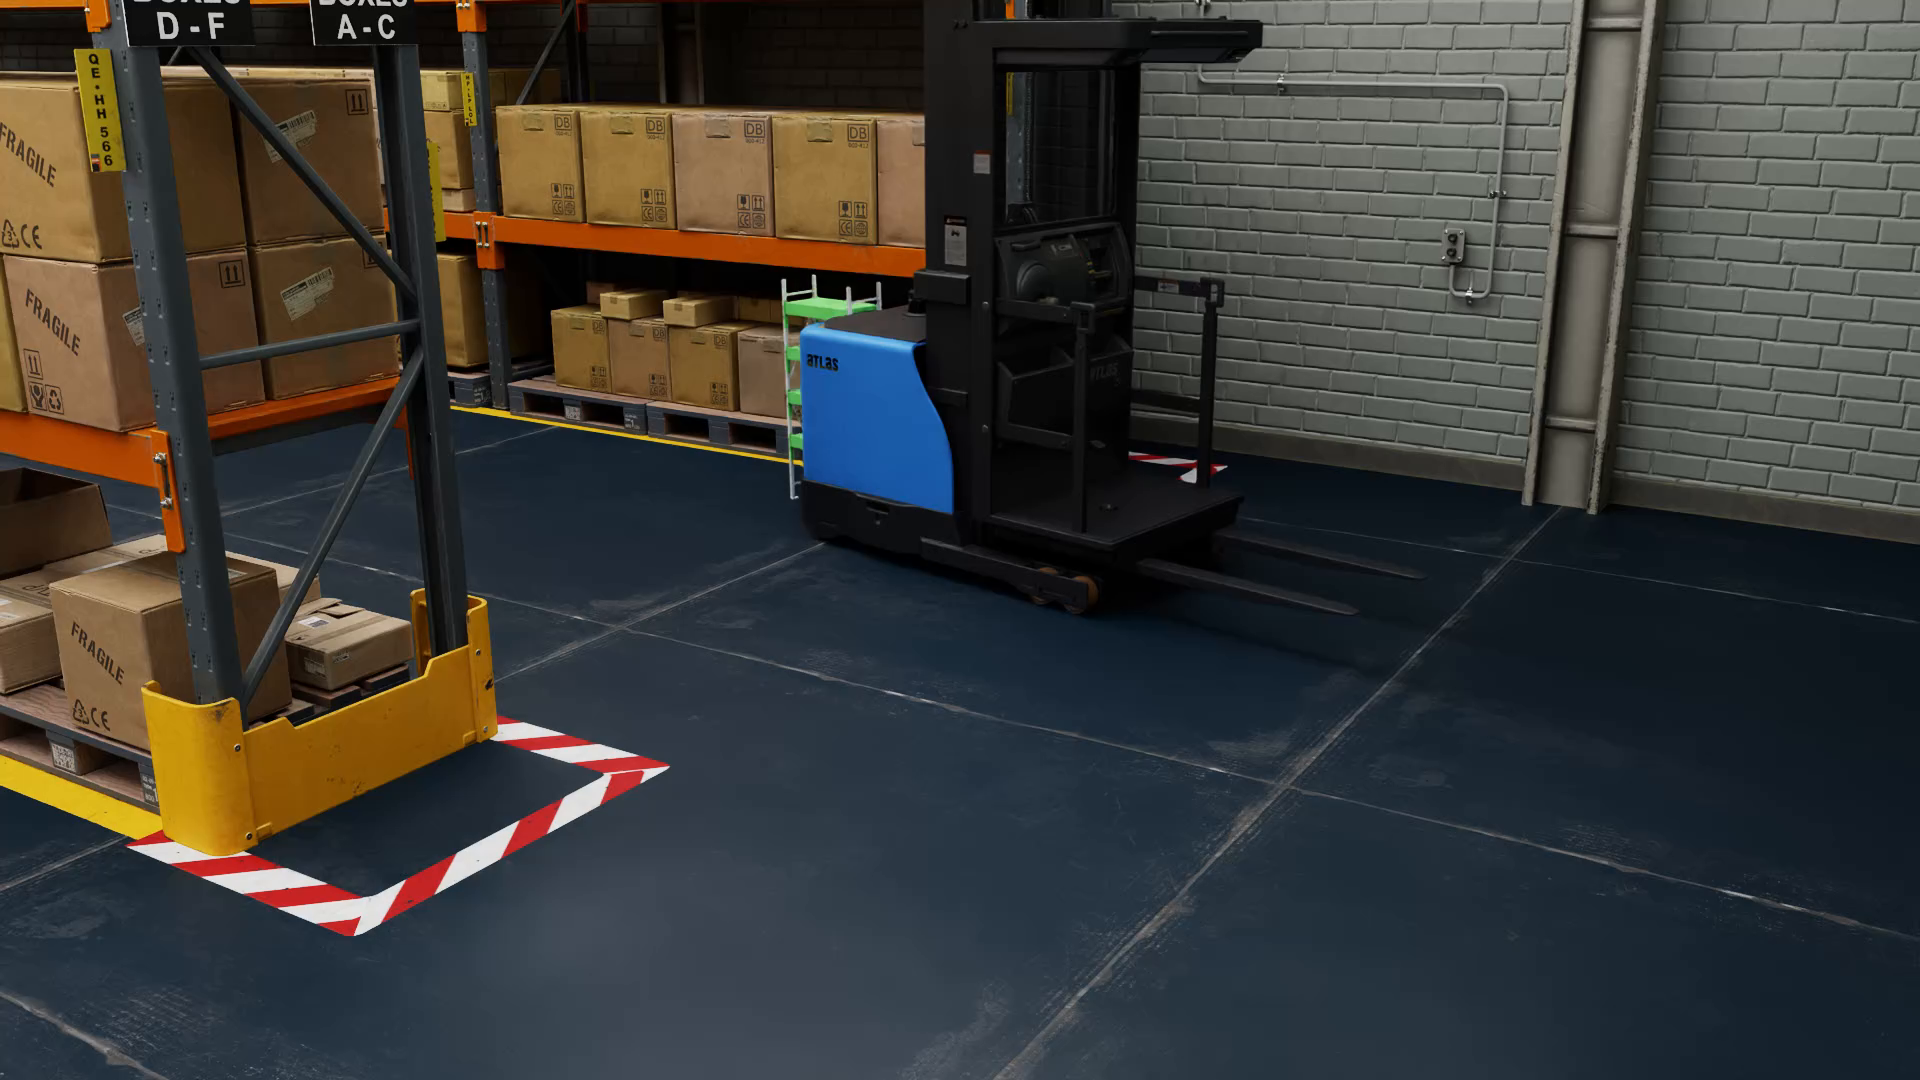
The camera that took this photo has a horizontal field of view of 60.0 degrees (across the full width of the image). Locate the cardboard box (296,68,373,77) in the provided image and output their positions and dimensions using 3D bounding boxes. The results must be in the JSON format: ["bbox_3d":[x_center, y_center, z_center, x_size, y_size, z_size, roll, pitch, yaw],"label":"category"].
[{"bbox_3d":[-4.265,-3.166,11.635,0.500,0.250,0.500,11,20,31],"label":"cardboard box"}]

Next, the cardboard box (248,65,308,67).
[{"bbox_3d":[-5.315,-3.525,12.816,0.500,0.250,0.500,9,19,28],"label":"cardboard box"}]

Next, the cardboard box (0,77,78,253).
[{"bbox_3d":[-3.003,-1.209,5.308,0.500,0.500,0.500,11,20,32],"label":"cardboard box"}]

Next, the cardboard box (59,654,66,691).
[{"bbox_3d":[-2.939,0.433,5.912,0.250,0.166,0.380,10,20,30],"label":"cardboard box"}]

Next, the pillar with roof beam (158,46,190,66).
[{"bbox_3d":[-9.184,-5.267,10.237,0.400,9.000,9.100,10,20,30],"label":"pillar with roof beam"}]

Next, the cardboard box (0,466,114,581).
[{"bbox_3d":[-3.854,0.054,6.582,0.637,0.503,0.797,10,20,30],"label":"cardboard box"}]

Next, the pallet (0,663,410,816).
[{"bbox_3d":[-2.793,0.595,6.058,1.213,0.211,1.003,10,20,30],"label":"pallet"}]

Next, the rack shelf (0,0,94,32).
[{"bbox_3d":[-7.981,-4.446,13.933,4.000,0.370,1.077,10,20,30],"label":"rack shelf"}]

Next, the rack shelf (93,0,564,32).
[{"bbox_3d":[-4.572,-3.837,11.930,4.000,0.370,1.077,10,20,30],"label":"rack shelf"}]

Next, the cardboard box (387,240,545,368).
[{"bbox_3d":[-3.490,-1.681,11.731,0.750,0.750,0.750,10,20,31],"label":"cardboard box"}]

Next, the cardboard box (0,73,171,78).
[{"bbox_3d":[-3.162,-1.420,6.004,0.500,0.500,0.500,10,20,31],"label":"cardboard box"}]

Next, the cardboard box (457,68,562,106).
[{"bbox_3d":[-3.124,-3.135,11.533,0.500,0.250,0.500,11,20,32],"label":"cardboard box"}]

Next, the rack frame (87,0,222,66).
[{"bbox_3d":[-6.276,-3.051,13.263,0.127,3.000,1.000,10,20,30],"label":"rack frame"}]

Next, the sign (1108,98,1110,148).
[{"bbox_3d":[0.836,-2.422,9.569,0.005,0.325,0.100,10,20,30],"label":"sign"}]

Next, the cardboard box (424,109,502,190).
[{"bbox_3d":[-3.393,-2.650,11.225,0.500,0.500,0.500,10,19,29],"label":"cardboard box"}]

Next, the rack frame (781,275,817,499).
[{"bbox_3d":[-0.852,-0.826,9.036,0.015,1.200,0.240,13,21,40],"label":"rack frame"}]

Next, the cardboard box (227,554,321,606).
[{"bbox_3d":[-2.790,0.270,6.306,0.500,0.250,0.500,10,20,30],"label":"cardboard box"}]

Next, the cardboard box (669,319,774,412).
[{"bbox_3d":[-1.422,-1.152,10.591,0.500,0.500,0.700,11,20,31],"label":"cardboard box"}]

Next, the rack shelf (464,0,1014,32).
[{"bbox_3d":[-1.164,-3.229,9.927,4.000,0.370,1.077,10,20,30],"label":"rack shelf"}]

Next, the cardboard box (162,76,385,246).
[{"bbox_3d":[-2.289,-1.265,5.494,0.500,0.500,0.500,11,20,32],"label":"cardboard box"}]

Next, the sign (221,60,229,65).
[{"bbox_3d":[-5.989,-3.743,13.549,0.005,0.325,0.100,10,20,30],"label":"sign"}]

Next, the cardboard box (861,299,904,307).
[{"bbox_3d":[-0.542,-1.376,10.213,0.250,0.149,0.380,10,20,31],"label":"cardboard box"}]

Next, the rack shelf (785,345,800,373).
[{"bbox_3d":[-0.672,-0.952,8.830,0.480,0.148,0.258,13,21,40],"label":"rack shelf"}]

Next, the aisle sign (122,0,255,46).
[{"bbox_3d":[-2.151,-1.764,4.555,0.004,0.787,0.394,10,20,30],"label":"aisle sign"}]

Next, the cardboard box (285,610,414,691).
[{"bbox_3d":[-2.226,0.398,6.057,0.250,0.149,0.380,10,20,30],"label":"cardboard box"}]

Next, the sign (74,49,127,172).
[{"bbox_3d":[-2.356,-1.177,4.560,0.005,0.325,0.100,10,20,30],"label":"sign"}]

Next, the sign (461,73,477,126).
[{"bbox_3d":[-3.144,-2.822,10.656,0.005,0.325,0.100,10,20,30],"label":"sign"}]

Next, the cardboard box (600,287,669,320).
[{"bbox_3d":[-2.088,-1.521,10.690,0.250,0.149,0.380,11,20,32],"label":"cardboard box"}]

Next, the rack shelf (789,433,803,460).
[{"bbox_3d":[-0.666,-0.491,8.965,0.480,0.148,0.258,13,21,40],"label":"rack shelf"}]

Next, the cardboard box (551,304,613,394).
[{"bbox_3d":[-2.284,-1.308,11.104,0.500,0.500,0.700,10,20,31],"label":"cardboard box"}]

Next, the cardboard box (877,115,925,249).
[{"bbox_3d":[0.101,-2.052,9.461,0.700,0.700,0.980,11,20,33],"label":"cardboard box"}]

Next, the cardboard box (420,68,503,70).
[{"bbox_3d":[-3.573,-3.213,11.790,0.500,0.250,0.500,10,20,31],"label":"cardboard box"}]

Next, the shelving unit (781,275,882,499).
[{"bbox_3d":[-0.669,-0.783,8.880,0.503,1.200,0.258,13,21,40],"label":"shelving unit"}]

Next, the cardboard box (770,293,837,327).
[{"bbox_3d":[-0.978,-1.454,10.468,0.250,0.149,0.380,10,20,31],"label":"cardboard box"}]

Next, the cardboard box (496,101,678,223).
[{"bbox_3d":[-2.414,-2.499,10.932,0.700,0.700,0.980,10,20,31],"label":"cardboard box"}]

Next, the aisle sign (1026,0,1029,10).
[{"bbox_3d":[0.445,-2.992,8.599,0.004,0.787,0.394,10,20,30],"label":"aisle sign"}]

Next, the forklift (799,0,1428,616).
[{"bbox_3d":[0.641,-1.251,7.456,3.031,2.935,1.130,14,22,39],"label":"forklift"}]

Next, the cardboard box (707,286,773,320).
[{"bbox_3d":[-1.414,-1.531,10.724,0.250,0.149,0.380,10,20,31],"label":"cardboard box"}]

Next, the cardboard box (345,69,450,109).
[{"bbox_3d":[-3.830,-3.089,11.380,0.500,0.250,0.500,11,20,31],"label":"cardboard box"}]

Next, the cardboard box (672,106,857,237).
[{"bbox_3d":[-1.170,-2.279,10.205,0.700,0.700,0.980,9,19,27],"label":"cardboard box"}]

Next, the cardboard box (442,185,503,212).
[{"bbox_3d":[-3.304,-2.313,11.232,0.250,0.149,0.380,10,20,31],"label":"cardboard box"}]

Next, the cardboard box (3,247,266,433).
[{"bbox_3d":[-2.573,-0.655,5.204,0.500,0.500,0.500,11,20,32],"label":"cardboard box"}]

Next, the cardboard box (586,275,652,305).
[{"bbox_3d":[-2.304,-1.690,11.245,0.250,0.149,0.380,10,20,30],"label":"cardboard box"}]

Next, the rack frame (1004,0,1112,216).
[{"bbox_3d":[0.541,-1.834,9.257,0.127,3.000,1.000,10,20,30],"label":"rack frame"}]

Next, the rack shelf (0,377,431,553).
[{"bbox_3d":[-3.753,-0.566,6.323,4.000,0.370,1.077,10,20,30],"label":"rack shelf"}]

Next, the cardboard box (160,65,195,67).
[{"bbox_3d":[-6.000,-3.472,12.642,0.500,0.250,0.500,11,20,31],"label":"cardboard box"}]

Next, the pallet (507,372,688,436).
[{"bbox_3d":[-2.261,-0.973,11.221,1.213,0.211,1.003,10,20,30],"label":"pallet"}]
